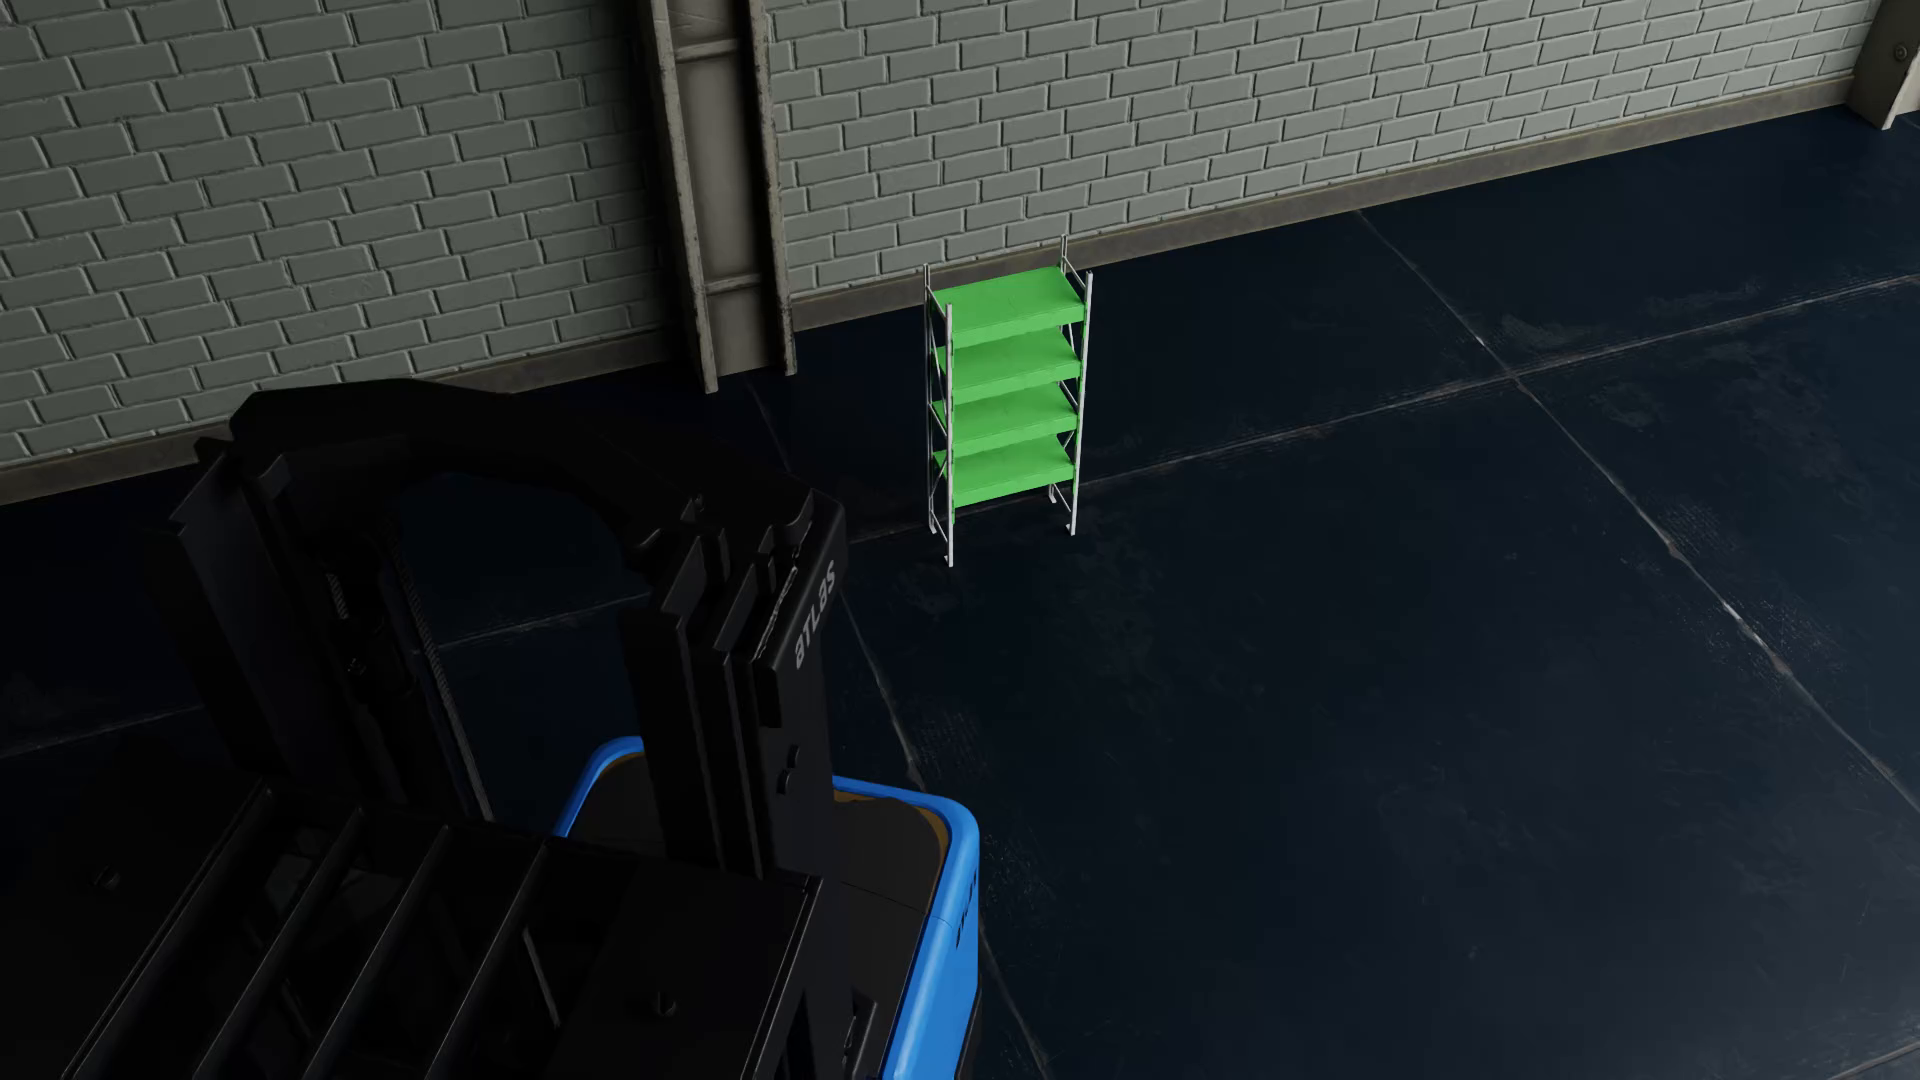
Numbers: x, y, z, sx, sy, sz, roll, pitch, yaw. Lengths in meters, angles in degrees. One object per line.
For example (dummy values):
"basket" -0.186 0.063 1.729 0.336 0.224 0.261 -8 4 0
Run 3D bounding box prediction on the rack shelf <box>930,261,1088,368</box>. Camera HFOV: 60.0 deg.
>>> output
"rack shelf" 0.156 -0.757 5.570 0.480 0.148 0.258 -14 47 -14

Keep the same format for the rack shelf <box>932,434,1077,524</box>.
"rack shelf" 0.156 -0.249 6.080 0.480 0.148 0.258 -14 47 -14

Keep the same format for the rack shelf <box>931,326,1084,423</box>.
"rack shelf" 0.156 -0.588 5.740 0.480 0.148 0.258 -14 47 -14

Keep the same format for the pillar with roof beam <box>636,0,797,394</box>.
"pillar with roof beam" 0.545 -1.060 0.953 0.400 9.000 9.100 -14 47 -14

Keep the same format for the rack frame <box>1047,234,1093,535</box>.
"rack frame" 0.385 -0.522 5.923 0.015 1.200 0.240 -14 47 -14

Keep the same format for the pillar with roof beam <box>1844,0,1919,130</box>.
"pillar with roof beam" 6.188 -2.503 2.391 0.400 9.000 9.100 -14 47 -14

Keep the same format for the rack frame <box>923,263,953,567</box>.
"rack frame" -0.074 -0.405 5.806 0.015 1.200 0.240 -14 47 -14

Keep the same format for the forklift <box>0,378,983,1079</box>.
"forklift" -0.784 1.307 2.878 1.130 2.935 3.031 10 46 10

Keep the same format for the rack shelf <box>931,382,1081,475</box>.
"rack shelf" 0.156 -0.418 5.910 0.480 0.148 0.258 -14 47 -14

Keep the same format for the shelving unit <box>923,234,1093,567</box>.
"shelving unit" 0.156 -0.463 5.865 0.503 1.200 0.258 -14 47 -14
